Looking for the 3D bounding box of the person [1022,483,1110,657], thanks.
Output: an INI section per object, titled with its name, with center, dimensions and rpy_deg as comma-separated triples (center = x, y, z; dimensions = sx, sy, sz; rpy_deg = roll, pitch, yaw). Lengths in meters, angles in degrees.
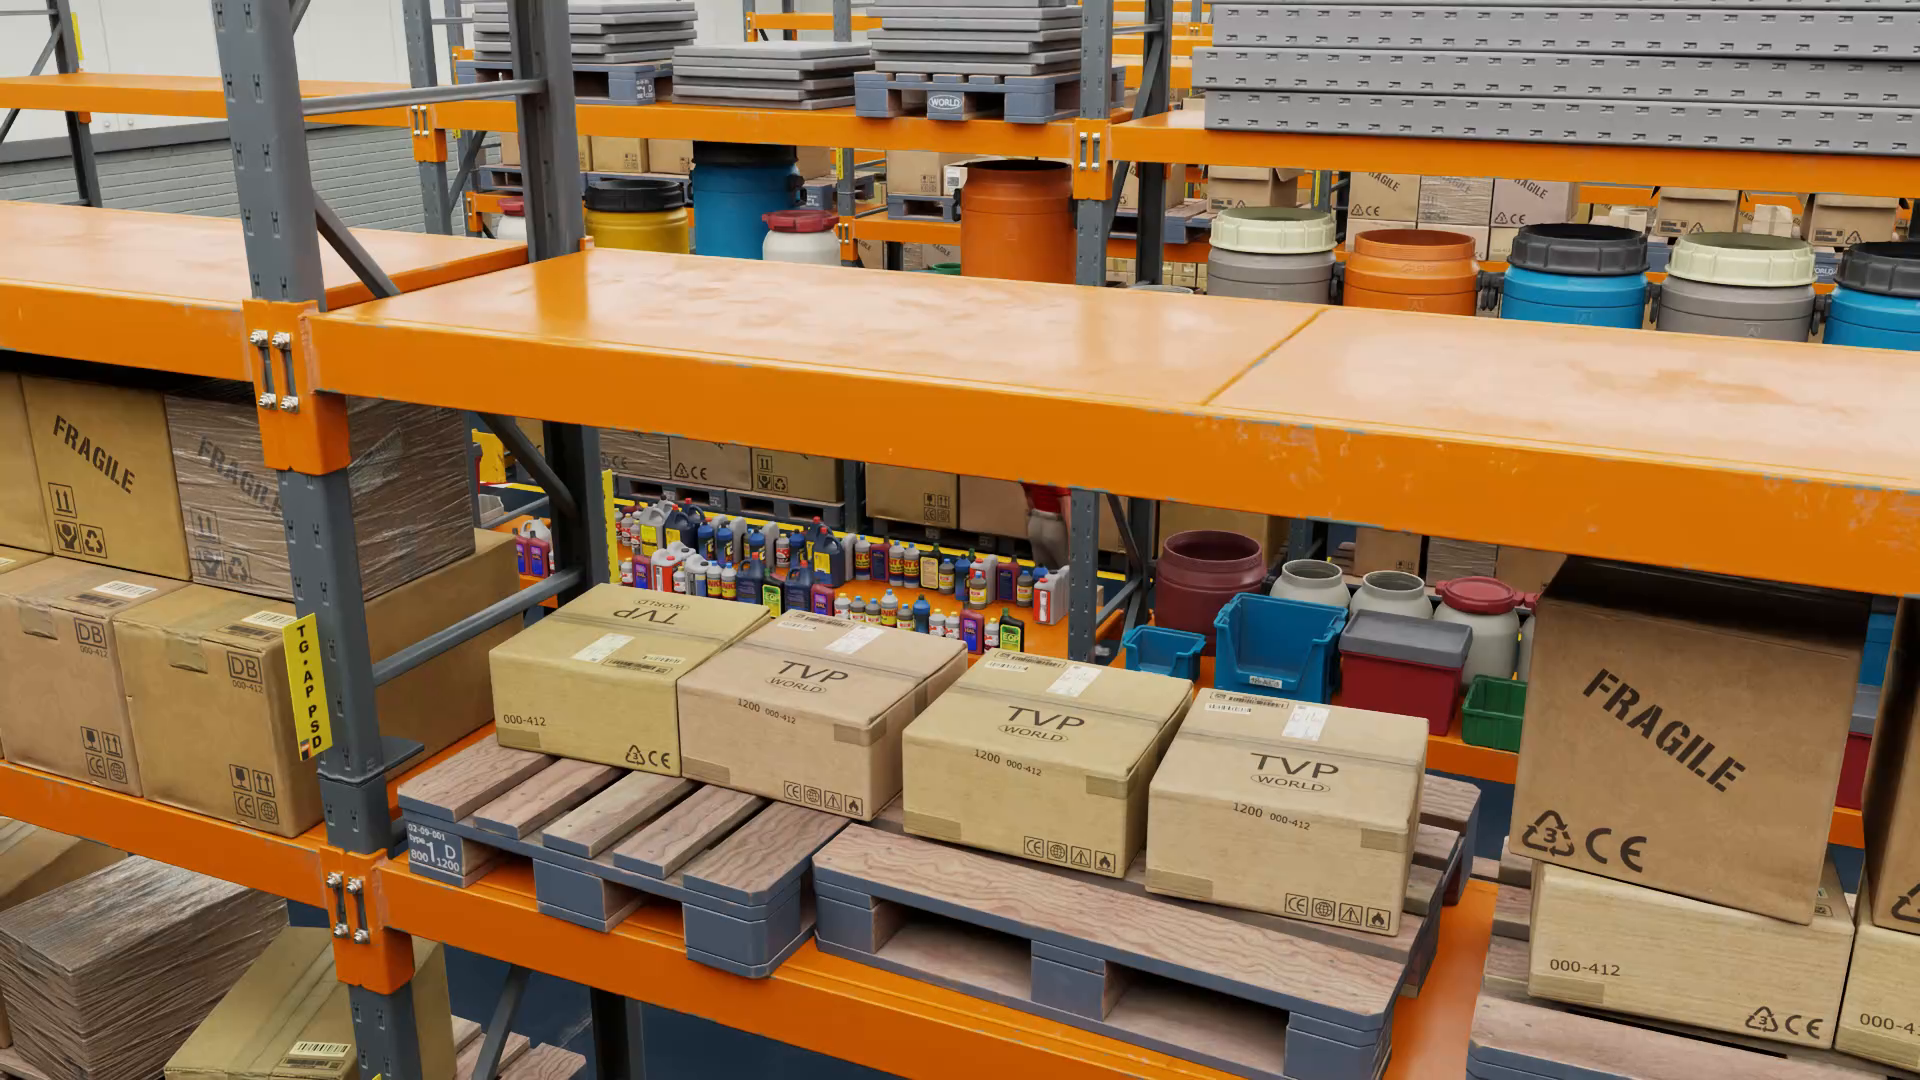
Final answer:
[person]
center = 0.758, -0.025, 12.168
dimensions = 0.385, 1.759, 0.731
rpy_deg = -14, 23, -35
